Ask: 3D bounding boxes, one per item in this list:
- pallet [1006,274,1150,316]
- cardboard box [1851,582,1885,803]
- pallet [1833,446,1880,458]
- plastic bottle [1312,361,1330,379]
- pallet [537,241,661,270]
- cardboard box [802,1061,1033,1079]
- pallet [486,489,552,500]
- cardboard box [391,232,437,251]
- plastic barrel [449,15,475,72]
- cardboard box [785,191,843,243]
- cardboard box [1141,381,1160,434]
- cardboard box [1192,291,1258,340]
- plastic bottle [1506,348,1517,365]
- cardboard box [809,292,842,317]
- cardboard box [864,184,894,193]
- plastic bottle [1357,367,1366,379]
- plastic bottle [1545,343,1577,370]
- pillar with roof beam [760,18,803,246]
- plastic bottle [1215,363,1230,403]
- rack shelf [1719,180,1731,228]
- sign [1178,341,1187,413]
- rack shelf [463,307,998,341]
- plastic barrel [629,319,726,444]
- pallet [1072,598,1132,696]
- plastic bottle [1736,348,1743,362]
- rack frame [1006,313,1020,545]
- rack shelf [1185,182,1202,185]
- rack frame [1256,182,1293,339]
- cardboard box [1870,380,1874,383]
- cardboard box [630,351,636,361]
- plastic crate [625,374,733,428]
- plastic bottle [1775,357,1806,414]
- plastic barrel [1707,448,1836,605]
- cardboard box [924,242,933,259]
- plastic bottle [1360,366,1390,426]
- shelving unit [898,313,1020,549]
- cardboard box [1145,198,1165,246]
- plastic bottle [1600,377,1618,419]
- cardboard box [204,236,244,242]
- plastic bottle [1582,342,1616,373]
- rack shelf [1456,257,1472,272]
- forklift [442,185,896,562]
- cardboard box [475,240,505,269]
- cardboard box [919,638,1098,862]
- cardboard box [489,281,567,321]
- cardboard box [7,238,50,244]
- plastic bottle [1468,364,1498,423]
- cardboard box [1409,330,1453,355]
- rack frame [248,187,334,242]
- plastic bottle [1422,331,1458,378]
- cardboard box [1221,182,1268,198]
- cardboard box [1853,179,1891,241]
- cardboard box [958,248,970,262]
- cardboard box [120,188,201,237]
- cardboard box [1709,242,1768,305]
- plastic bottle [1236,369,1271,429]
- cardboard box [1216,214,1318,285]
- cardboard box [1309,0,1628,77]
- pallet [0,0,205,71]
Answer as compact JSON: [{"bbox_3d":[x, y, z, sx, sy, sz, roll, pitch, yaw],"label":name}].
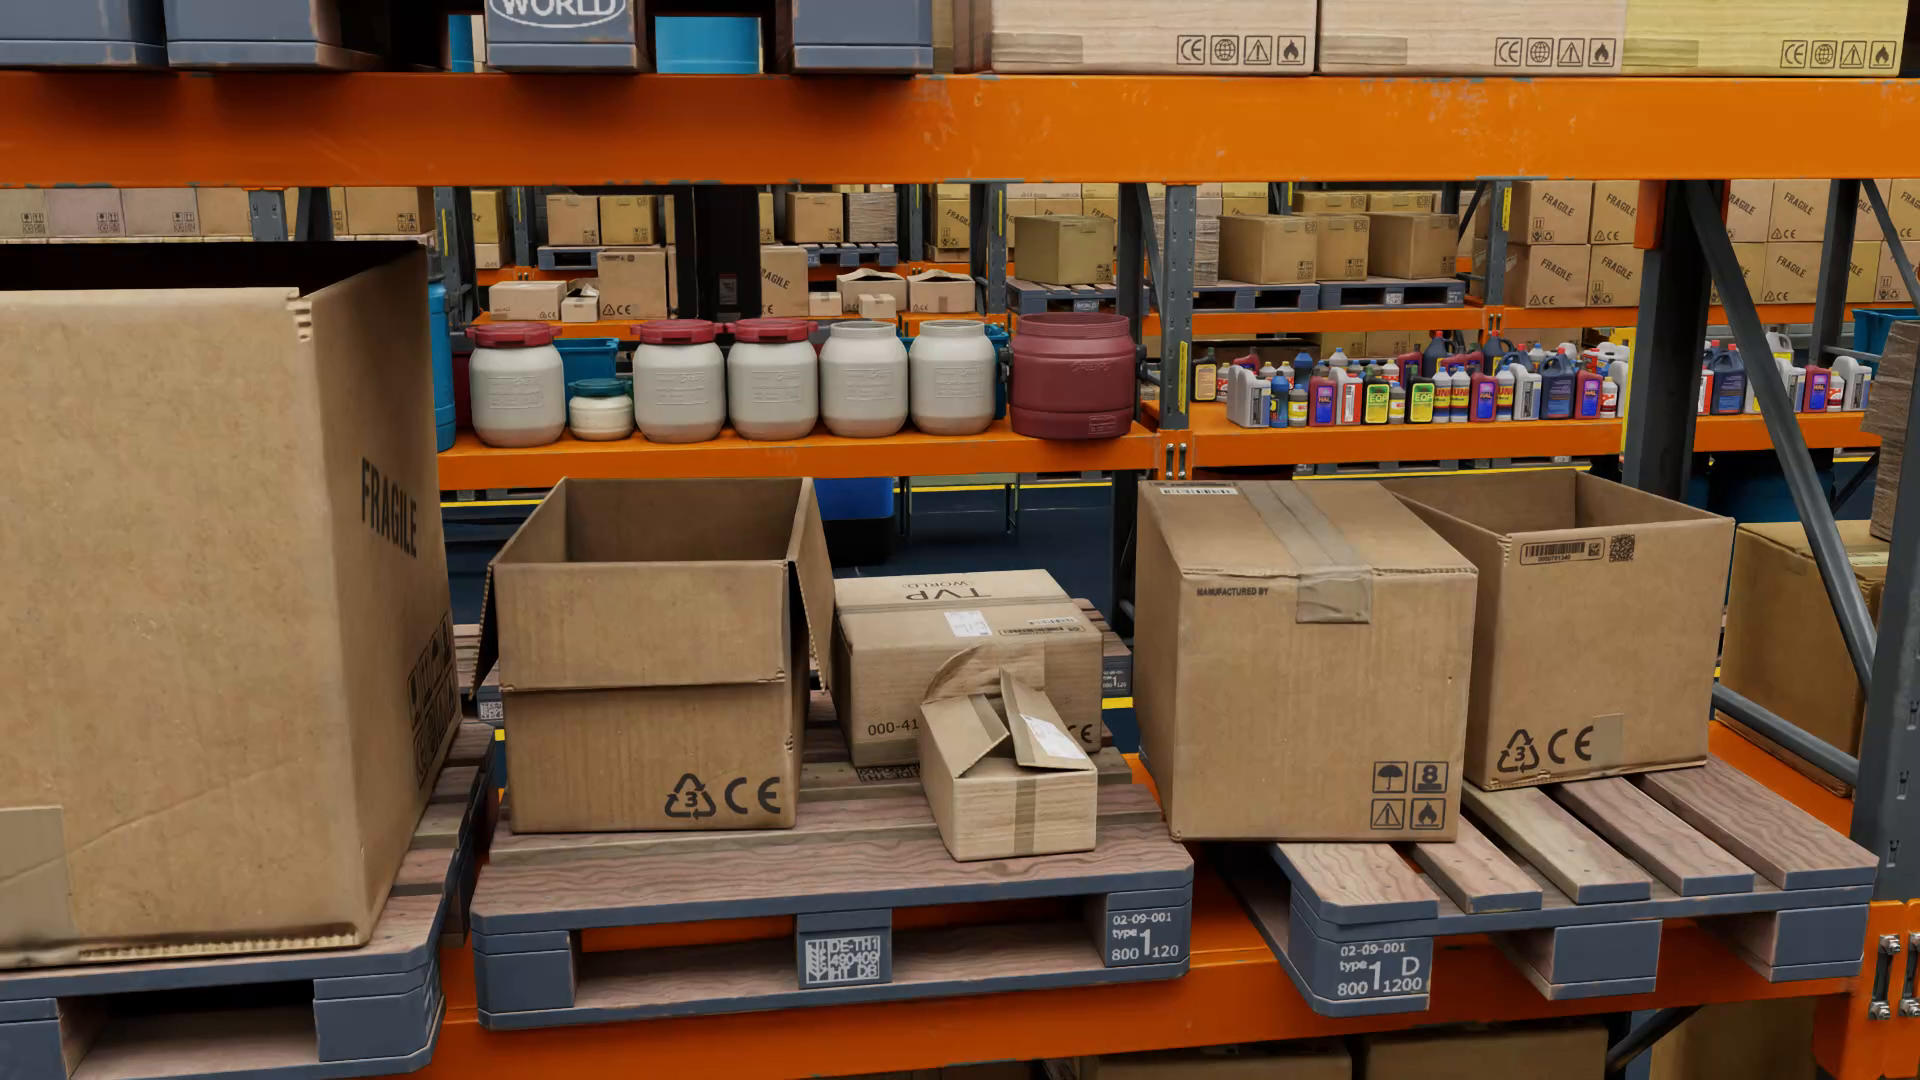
[{"bbox_3d":[0.873,-1.951,13.228,1.003,0.211,1.213,-2,14,-8],"label":"pallet"},{"bbox_3d":[2.206,0.380,3.334,0.500,0.500,0.500,-2,14,-7],"label":"cardboard box"},{"bbox_3d":[7.260,-0.908,14.407,1.213,0.211,1.003,-2,14,-8],"label":"pallet"},{"bbox_3d":[1.918,-0.850,8.854,0.097,0.201,0.097,0,14,0],"label":"plastic bottle"},{"bbox_3d":[-3.707,-2.948,17.206,1.213,0.211,1.003,-2,14,-8],"label":"pallet"},{"bbox_3d":[-0.081,1.454,3.491,0.500,0.500,0.700,-1,14,-4],"label":"cardboard box"},{"bbox_3d":[-3.020,-0.541,12.944,1.213,0.211,1.003,-2,14,-8],"label":"pallet"},{"bbox_3d":[-3.979,-2.159,12.125,0.250,0.149,0.380,-2,14,-8],"label":"cardboard box"},{"bbox_3d":[-2.538,-2.434,7.566,0.708,0.901,0.600,-2,14,-8],"label":"plastic barrel"},{"bbox_3d":[-1.540,-3.409,17.540,0.500,0.500,0.700,-3,14,-14],"label":"cardboard box"},{"bbox_3d":[1.719,-0.988,13.230,0.500,0.500,0.500,-2,14,-9],"label":"cardboard box"},{"bbox_3d":[2.803,-2.445,18.360,0.750,0.750,0.750,-2,14,-8],"label":"cardboard box"},{"bbox_3d":[2.953,-0.887,8.856,0.097,0.271,0.097,0,14,0],"label":"plastic bottle"},{"bbox_3d":[-1.040,-1.821,12.832,0.250,0.149,0.380,-1,14,-4],"label":"cardboard box"},{"bbox_3d":[-0.865,-3.750,17.567,0.250,0.149,0.380,-4,15,-16],"label":"cardboard box"},{"bbox_3d":[1.991,-0.715,8.172,0.097,0.271,0.097,0,14,0],"label":"plastic bottle"},{"bbox_3d":[3.243,-0.928,9.012,0.135,0.276,0.152,-2,14,-8],"label":"plastic bottle"},{"bbox_3d":[-1.302,-5.229,13.573,0.400,9.000,9.100,-2,14,-8],"label":"pillar with roof beam"},{"bbox_3d":[1.401,-0.831,8.779,0.097,0.201,0.097,0,14,0],"label":"plastic bottle"},{"bbox_3d":[3.663,-0.798,3.549,4.000,0.370,1.077,-2,14,-8],"label":"rack shelf"},{"bbox_3d":[1.036,-0.758,7.741,0.005,0.325,0.100,-2,14,-8],"label":"sign"},{"bbox_3d":[-1.765,-1.581,12.838,4.000,0.370,1.077,-2,14,-8],"label":"rack shelf"},{"bbox_3d":[-1.304,-0.740,7.727,0.433,0.535,0.433,0,14,0],"label":"plastic barrel"},{"bbox_3d":[0.175,0.561,8.552,1.213,0.211,1.003,-2,14,-8],"label":"pallet"},{"bbox_3d":[4.021,-0.854,8.563,0.185,0.351,0.144,-2,14,-8],"label":"plastic bottle"},{"bbox_3d":[0.355,-0.740,11.091,0.023,1.500,0.400,-2,14,-8],"label":"rack frame"},{"bbox_3d":[2.925,-1.989,8.299,4.000,0.370,1.077,-2,14,-8],"label":"rack shelf"},{"bbox_3d":[3.427,-3.339,18.368,0.127,3.000,1.000,-2,14,-8],"label":"rack frame"},{"bbox_3d":[7.623,-1.214,14.131,0.500,0.500,0.500,-2,14,-8],"label":"cardboard box"},{"bbox_3d":[-3.255,-2.111,17.708,0.500,0.500,0.700,-2,14,-9],"label":"cardboard box"},{"bbox_3d":[-1.328,-0.694,8.258,0.662,0.188,0.450,-2,14,-8],"label":"plastic crate"},{"bbox_3d":[4.200,-0.790,8.461,0.135,0.276,0.152,-2,14,-8],"label":"plastic bottle"},{"bbox_3d":[4.362,-0.126,9.008,0.708,0.901,0.600,-2,14,-8],"label":"plastic barrel"},{"bbox_3d":[-0.245,-3.155,18.111,0.250,0.149,0.380,-2,14,-7],"label":"cardboard box"},{"bbox_3d":[2.020,-0.703,8.097,0.133,0.283,0.061,-2,14,-8],"label":"plastic bottle"},{"bbox_3d":[-0.007,-0.727,11.038,0.755,1.500,0.431,-2,14,-8],"label":"shelving unit"},{"bbox_3d":[2.007,-3.427,17.861,0.500,0.500,0.500,-2,14,-8],"label":"cardboard box"},{"bbox_3d":[3.228,-0.712,8.301,0.097,0.201,0.097,0,14,0],"label":"plastic bottle"},{"bbox_3d":[-5.235,-2.113,11.943,0.250,0.149,0.380,-2,14,-7],"label":"cardboard box"},{"bbox_3d":[3.473,-0.937,9.046,0.135,0.276,0.152,-2,14,-8],"label":"plastic bottle"},{"bbox_3d":[5.404,-3.062,18.745,4.000,0.370,1.077,-2,14,-8],"label":"rack shelf"},{"bbox_3d":[-1.976,-1.327,10.488,3.031,2.935,1.130,-2,14,-9],"label":"forklift"},{"bbox_3d":[-4.907,-2.896,16.869,0.500,0.250,0.500,-2,14,-8],"label":"cardboard box"},{"bbox_3d":[0.076,0.368,3.003,0.258,0.266,0.396,-3,14,-10],"label":"cardboard box"},{"bbox_3d":[-3.262,-1.813,12.593,0.500,0.250,0.500,-1,14,-5],"label":"cardboard box"},{"bbox_3d":[-6.520,-2.065,11.752,0.250,0.149,0.380,-2,14,-9],"label":"cardboard box"},{"bbox_3d":[2.573,-0.723,8.178,0.133,0.283,0.061,-2,14,-8],"label":"plastic bottle"},{"bbox_3d":[5.187,-2.368,18.772,0.500,0.500,0.700,-2,14,-7],"label":"cardboard box"},{"bbox_3d":[-3.008,-0.666,7.710,0.127,3.000,1.000,-2,14,-8],"label":"rack frame"},{"bbox_3d":[2.577,-0.941,8.910,0.185,0.351,0.144,-2,14,-8],"label":"plastic bottle"},{"bbox_3d":[3.003,-3.826,17.913,0.500,0.250,0.500,-2,14,-7],"label":"cardboard box"},{"bbox_3d":[7.225,-2.725,13.660,0.500,0.500,0.500,-2,14,-7],"label":"cardboard box"},{"bbox_3d":[0.082,-3.045,17.672,0.250,0.149,0.380,-2,14,-8],"label":"cardboard box"},{"bbox_3d":[-5.669,-2.463,12.003,0.500,0.500,0.700,-2,14,-8],"label":"cardboard box"},{"bbox_3d":[6.217,-2.204,13.640,0.500,0.500,0.500,-2,14,-9],"label":"cardboard box"},{"bbox_3d":[1.423,-0.688,8.055,0.135,0.276,0.152,-2,14,-8],"label":"plastic bottle"},{"bbox_3d":[2.431,-2.321,13.240,0.500,0.500,0.700,-6,15,-23],"label":"cardboard box"},{"bbox_3d":[0.763,-0.904,2.802,0.500,0.250,0.500,-2,14,-9],"label":"cardboard box"},{"bbox_3d":[-1.644,-0.835,2.604,1.003,0.211,1.213,-2,14,-8],"label":"pallet"}]
